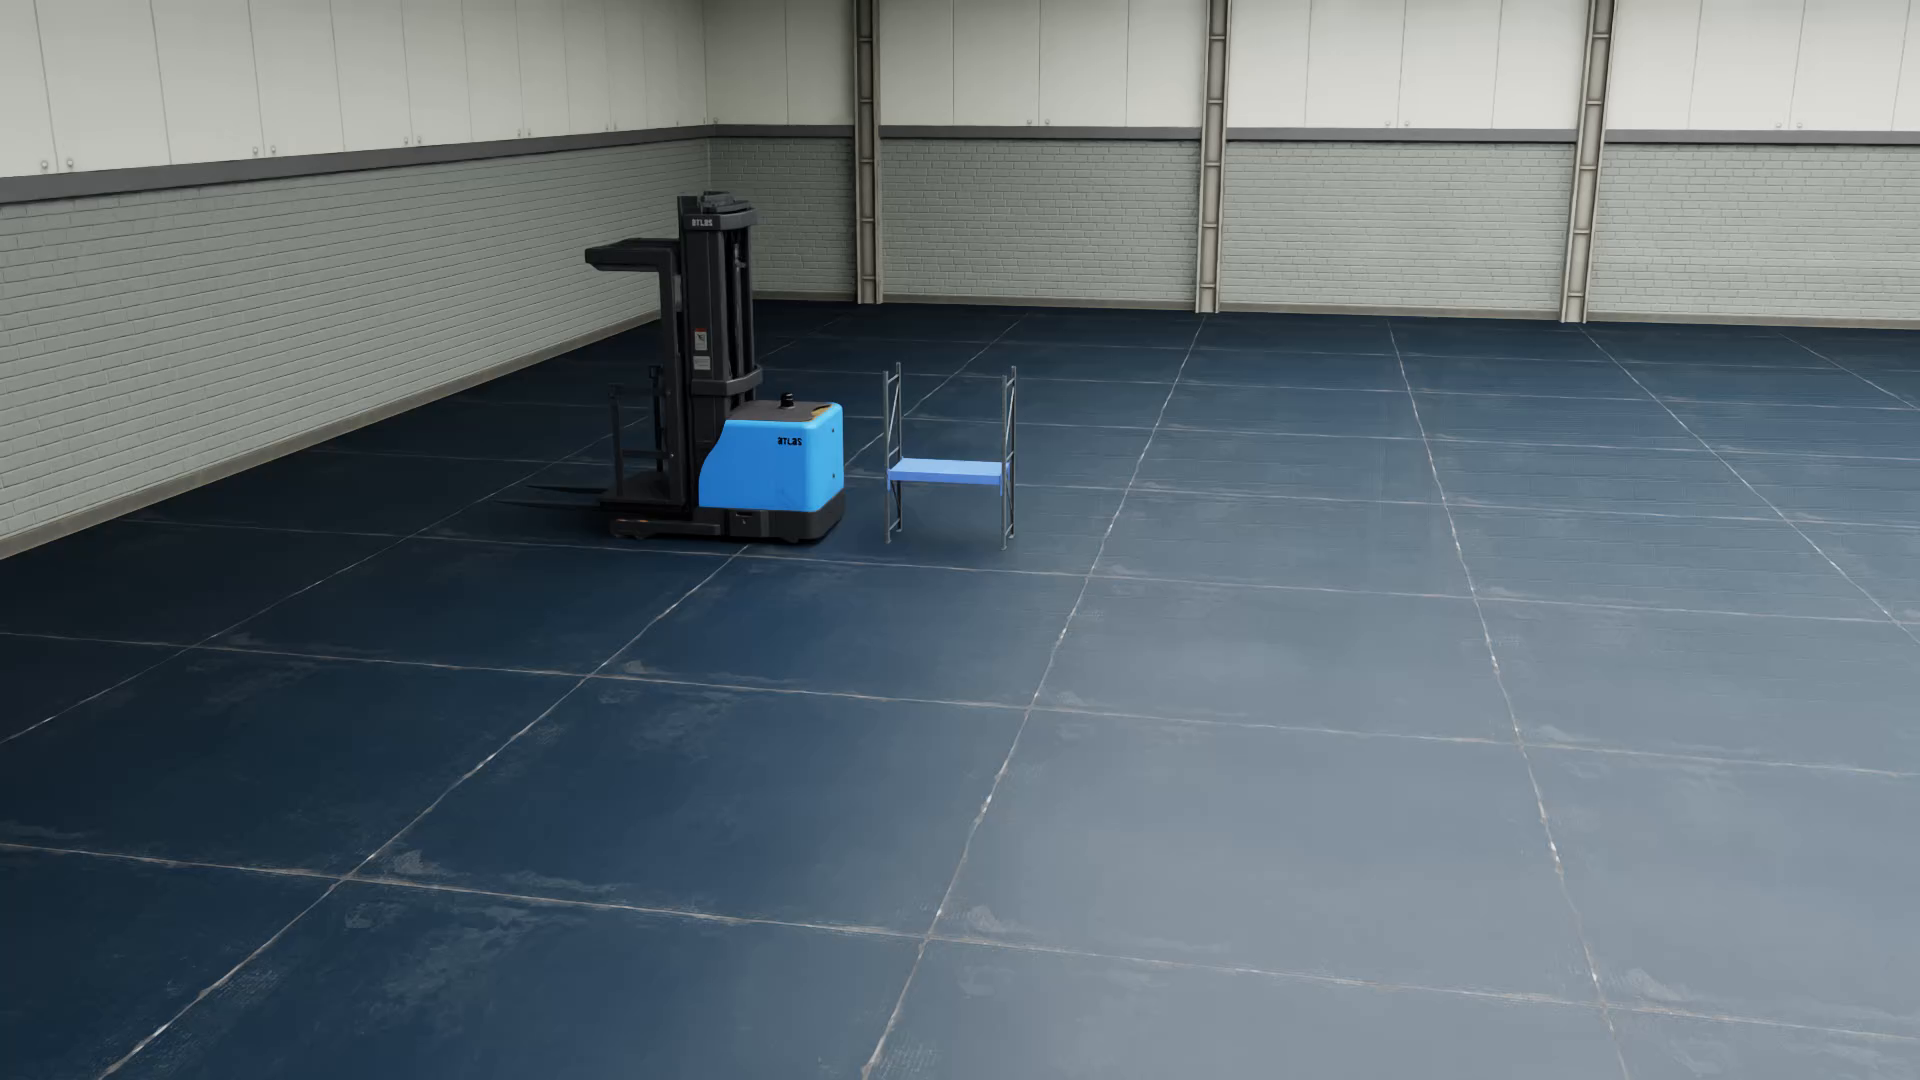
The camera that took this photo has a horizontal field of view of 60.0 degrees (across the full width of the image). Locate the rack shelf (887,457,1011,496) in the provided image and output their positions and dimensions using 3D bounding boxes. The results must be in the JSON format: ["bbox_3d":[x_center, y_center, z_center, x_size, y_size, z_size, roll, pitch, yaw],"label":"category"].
[{"bbox_3d":[-0.084,-0.554,14.356,1.000,0.185,0.538,3,16,11],"label":"rack shelf"}]

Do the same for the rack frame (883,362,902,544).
[{"bbox_3d":[-0.582,-0.754,14.406,0.032,1.500,0.500,3,16,11],"label":"rack frame"}]

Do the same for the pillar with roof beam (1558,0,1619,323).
[{"bbox_3d":[9.292,-6.834,22.307,0.400,9.000,9.100,3,16,11],"label":"pillar with roof beam"}]

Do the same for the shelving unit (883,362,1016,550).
[{"bbox_3d":[-0.084,-0.727,14.308,1.048,1.500,0.538,3,16,11],"label":"shelving unit"}]

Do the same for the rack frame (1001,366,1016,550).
[{"bbox_3d":[0.415,-0.700,14.211,0.032,1.500,0.500,3,16,11],"label":"rack frame"}]

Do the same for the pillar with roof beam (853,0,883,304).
[{"bbox_3d":[-2.468,-7.472,24.611,0.400,9.000,9.100,3,16,11],"label":"pillar with roof beam"}]

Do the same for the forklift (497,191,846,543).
[{"bbox_3d":[-2.608,-1.558,14.624,3.031,2.935,1.130,3,16,10],"label":"forklift"}]

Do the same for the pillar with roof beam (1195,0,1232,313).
[{"bbox_3d":[3.412,-7.153,23.459,0.400,9.000,9.100,3,16,11],"label":"pillar with roof beam"}]
